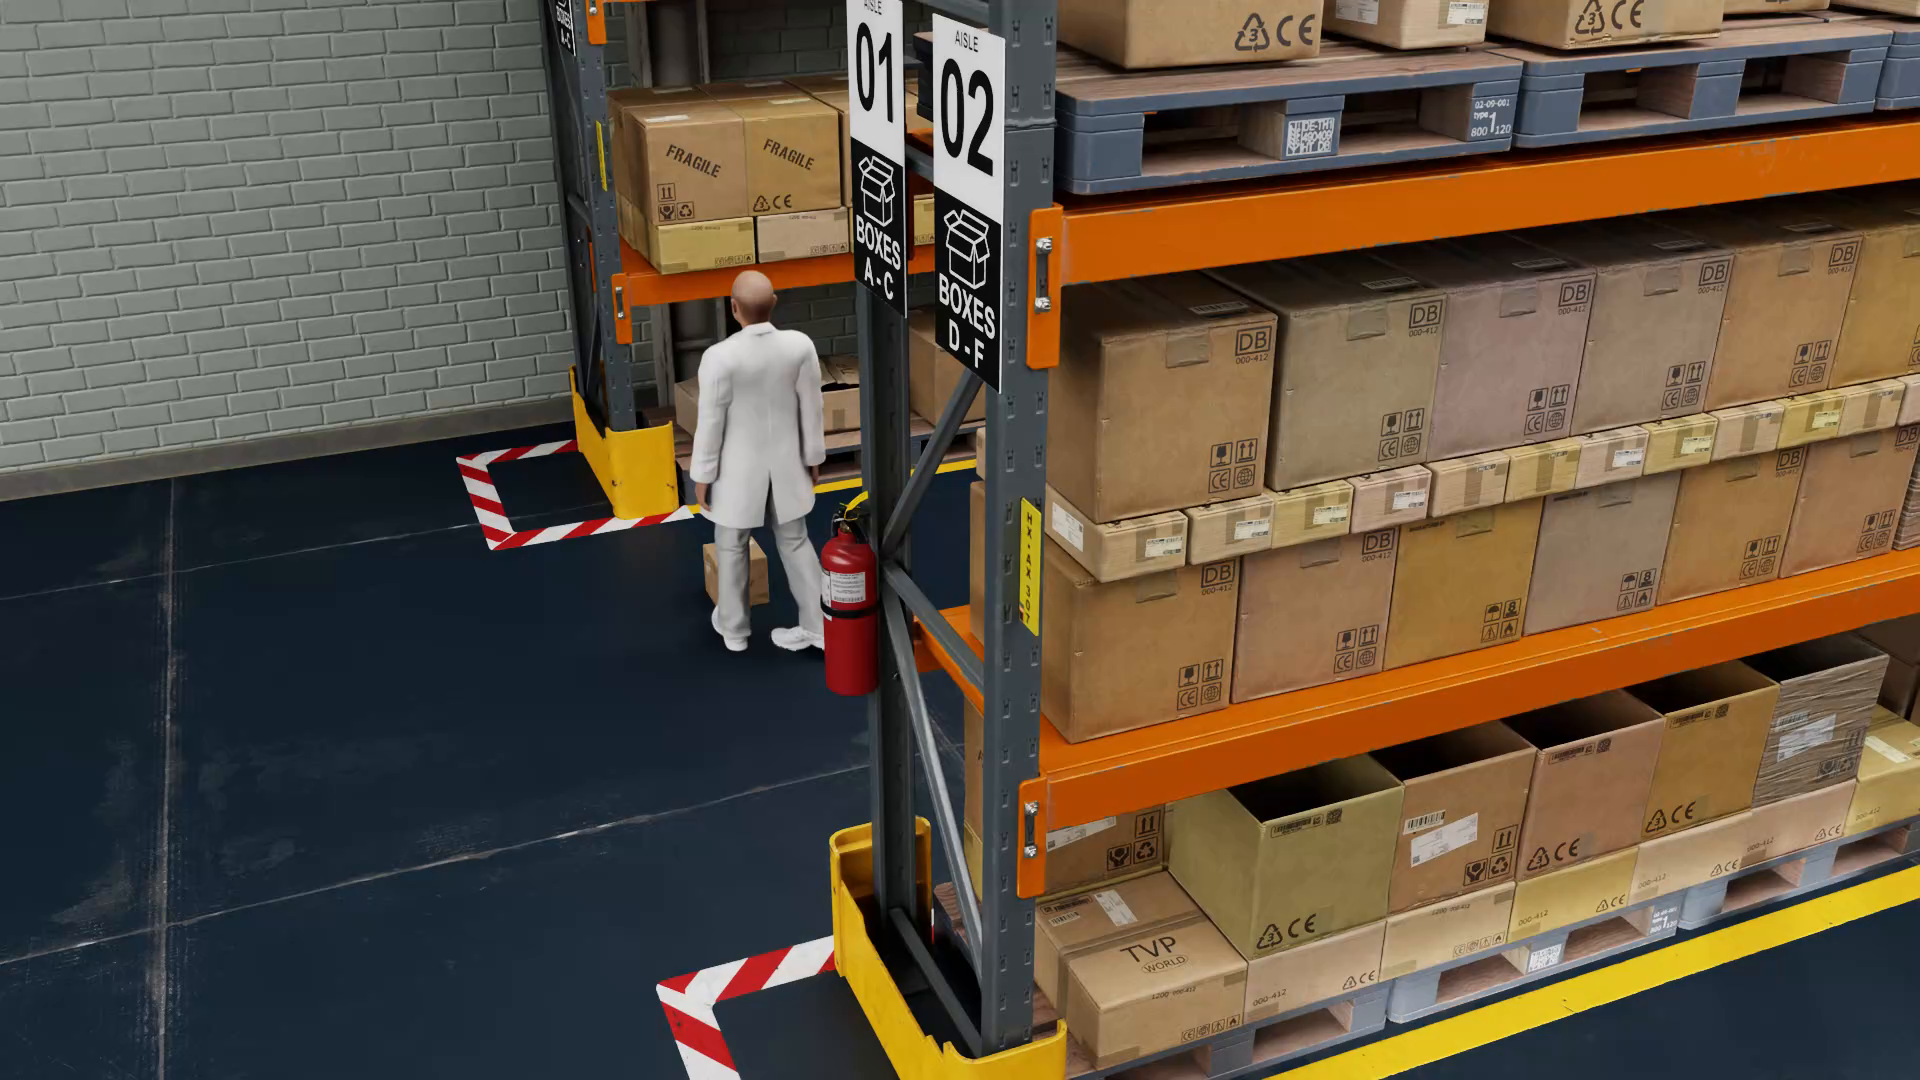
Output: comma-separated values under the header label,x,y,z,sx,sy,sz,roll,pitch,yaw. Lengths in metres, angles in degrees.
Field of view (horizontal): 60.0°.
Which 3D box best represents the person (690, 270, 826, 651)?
label,x,y,z,sx,sy,sz,roll,pitch,yaw
person,-0.915,-0.327,7.316,0.618,1.795,0.633,-14,29,-26
